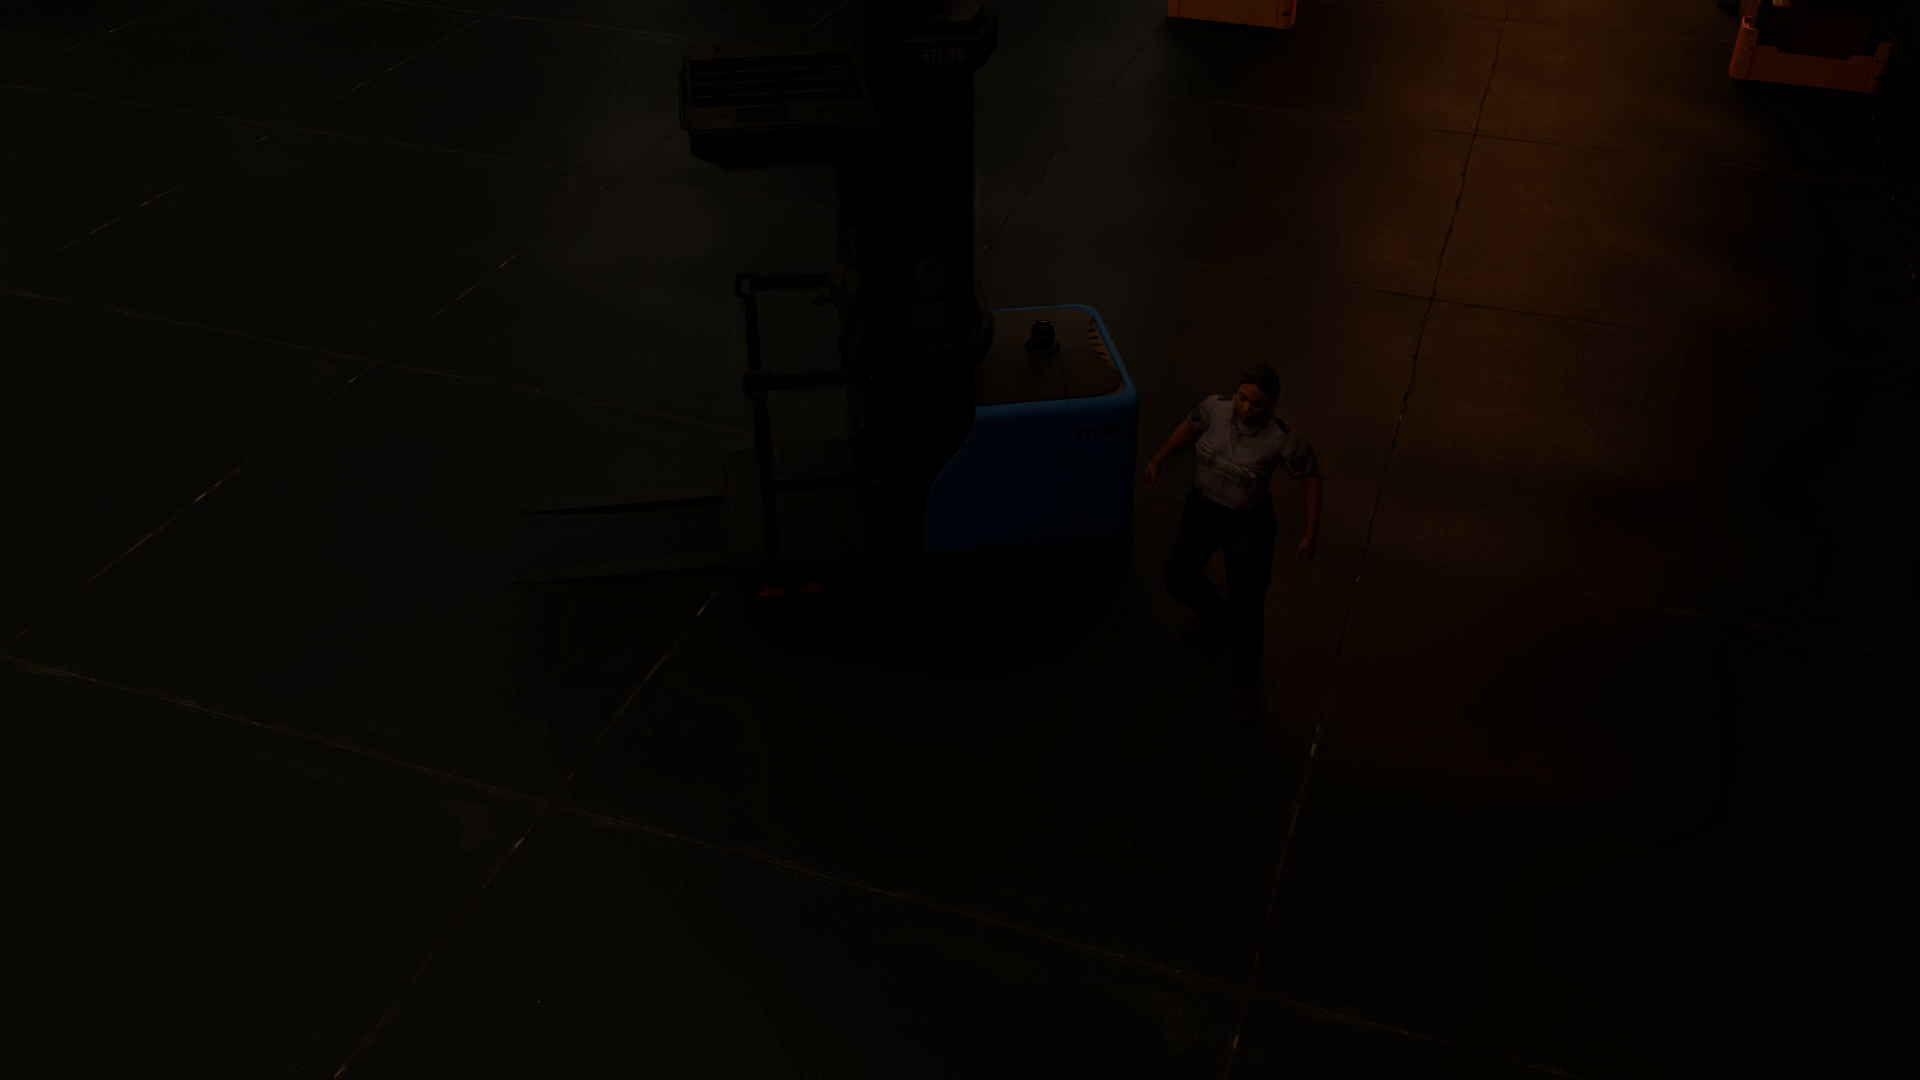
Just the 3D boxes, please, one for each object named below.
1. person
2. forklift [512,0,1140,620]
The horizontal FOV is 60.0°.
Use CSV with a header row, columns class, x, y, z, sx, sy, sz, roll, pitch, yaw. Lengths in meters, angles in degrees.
class,x,y,z,sx,sy,sz,roll,pitch,yaw
person,1.160,-0.088,7.413,0.883,1.571,0.598,27,43,32
forklift,-0.702,-1.134,7.710,3.031,2.935,1.130,-5,36,-7
